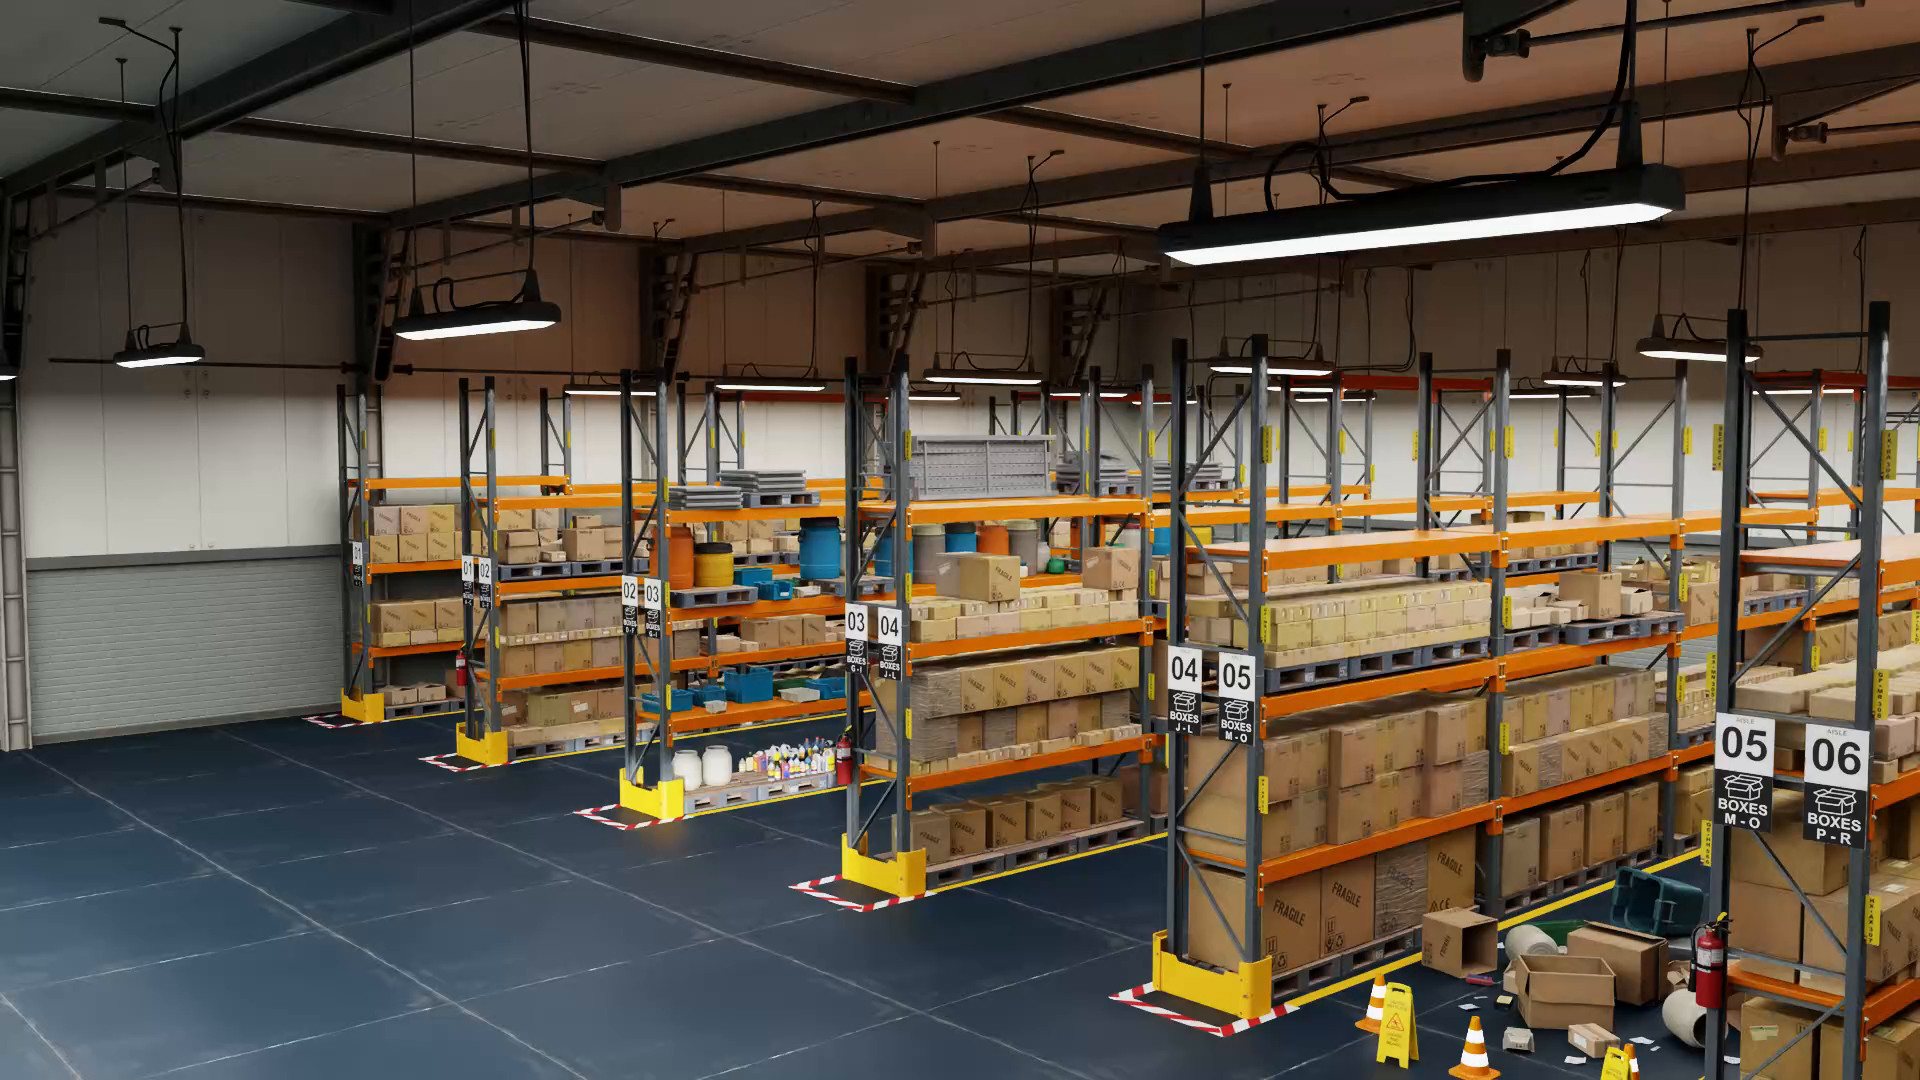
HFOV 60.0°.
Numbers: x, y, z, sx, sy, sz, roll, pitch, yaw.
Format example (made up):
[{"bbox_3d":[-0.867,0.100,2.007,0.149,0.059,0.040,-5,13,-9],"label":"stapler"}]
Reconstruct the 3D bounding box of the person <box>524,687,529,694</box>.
[{"bbox_3d":[-7.324,2.485,28.611,0.685,1.679,0.730,0,4,-3],"label":"person"}]

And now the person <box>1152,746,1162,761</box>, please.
[{"bbox_3d":[2.912,2.632,25.276,0.661,1.744,0.695,-2,4,-31],"label":"person"}]
